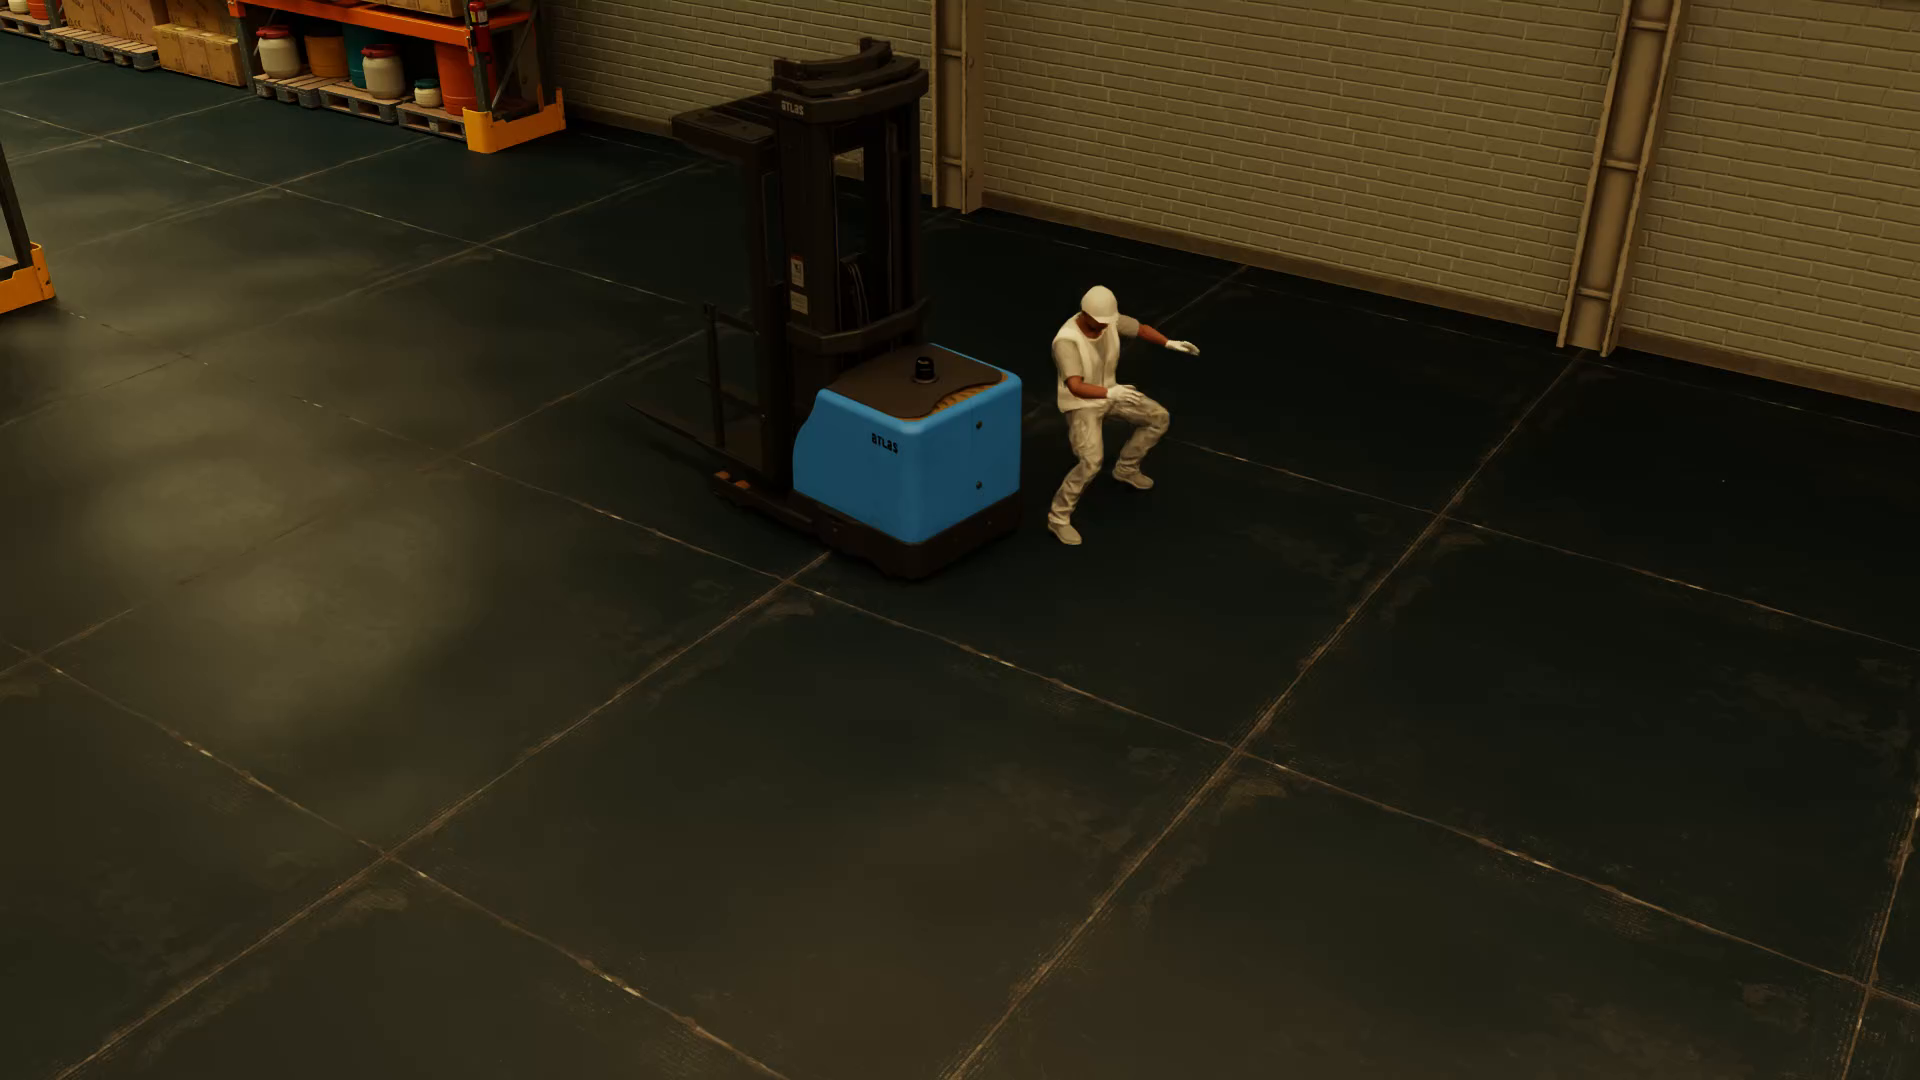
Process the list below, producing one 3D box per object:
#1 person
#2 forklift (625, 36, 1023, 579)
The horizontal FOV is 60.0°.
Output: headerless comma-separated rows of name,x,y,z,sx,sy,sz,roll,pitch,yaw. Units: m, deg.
person,0.961,-0.857,10.448,1.043,1.543,0.788,-24,38,-35
forklift,-1.029,-1.660,10.440,3.031,2.935,1.130,25,38,36
